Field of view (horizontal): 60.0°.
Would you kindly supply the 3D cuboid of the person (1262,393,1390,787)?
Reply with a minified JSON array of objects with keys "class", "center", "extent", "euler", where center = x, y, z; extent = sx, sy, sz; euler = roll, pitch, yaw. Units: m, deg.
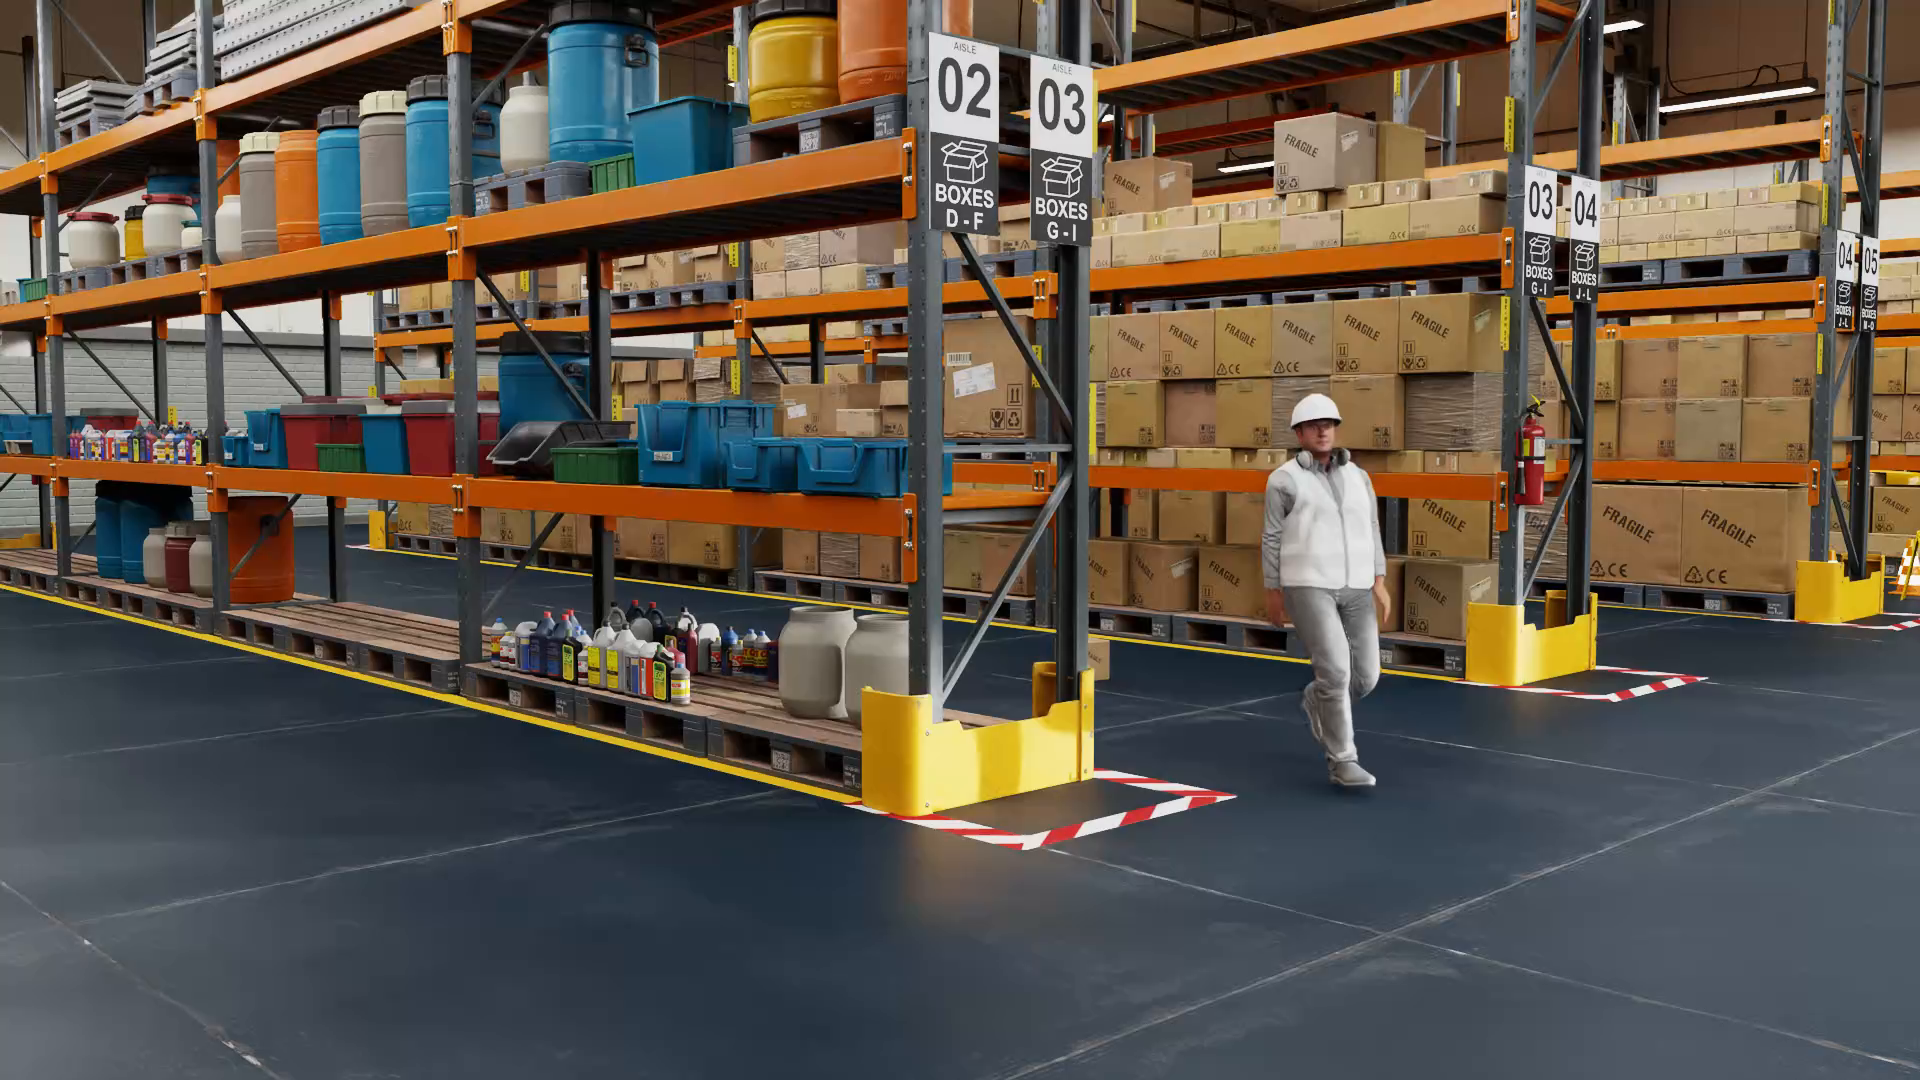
[{"class":"person","center":[1.653,0.205,7.535],"extent":[0.534,1.736,0.854],"euler":[-1,4,-18]}]
